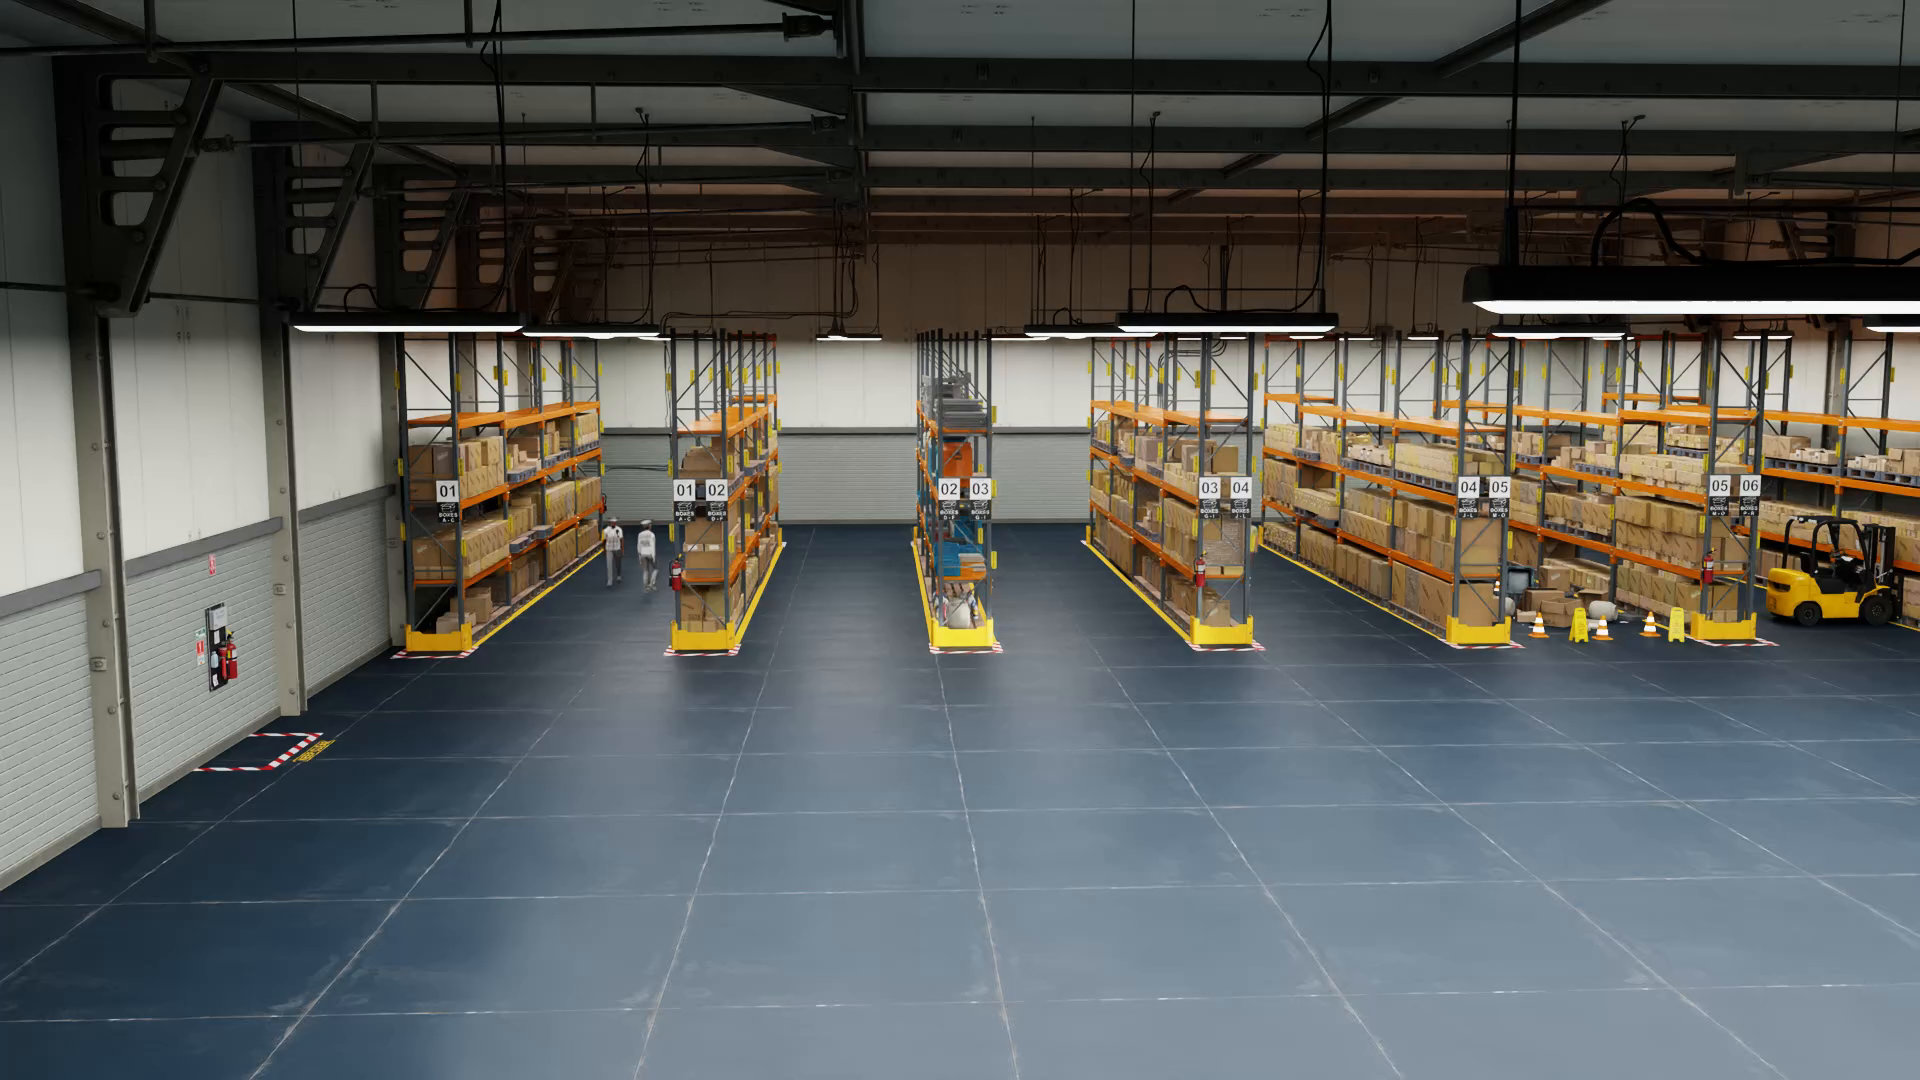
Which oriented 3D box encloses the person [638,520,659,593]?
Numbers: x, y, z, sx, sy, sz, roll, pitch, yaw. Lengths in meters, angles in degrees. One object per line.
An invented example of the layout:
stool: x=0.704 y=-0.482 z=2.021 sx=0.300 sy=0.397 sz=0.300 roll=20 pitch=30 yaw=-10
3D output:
person: x=-7.198 y=0.376 z=38.256 sx=0.493 sy=1.658 sz=0.460 roll=1 pitch=7 yaw=9

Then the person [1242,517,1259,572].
person: x=6.938 y=0.186 z=40.093 sx=0.452 sy=1.625 sz=0.948 roll=-1 pitch=7 yaw=-6

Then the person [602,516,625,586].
person: x=-8.258 y=0.228 z=39.661 sx=0.547 sy=1.619 sz=1.021 roll=-1 pitch=7 yaw=-5
